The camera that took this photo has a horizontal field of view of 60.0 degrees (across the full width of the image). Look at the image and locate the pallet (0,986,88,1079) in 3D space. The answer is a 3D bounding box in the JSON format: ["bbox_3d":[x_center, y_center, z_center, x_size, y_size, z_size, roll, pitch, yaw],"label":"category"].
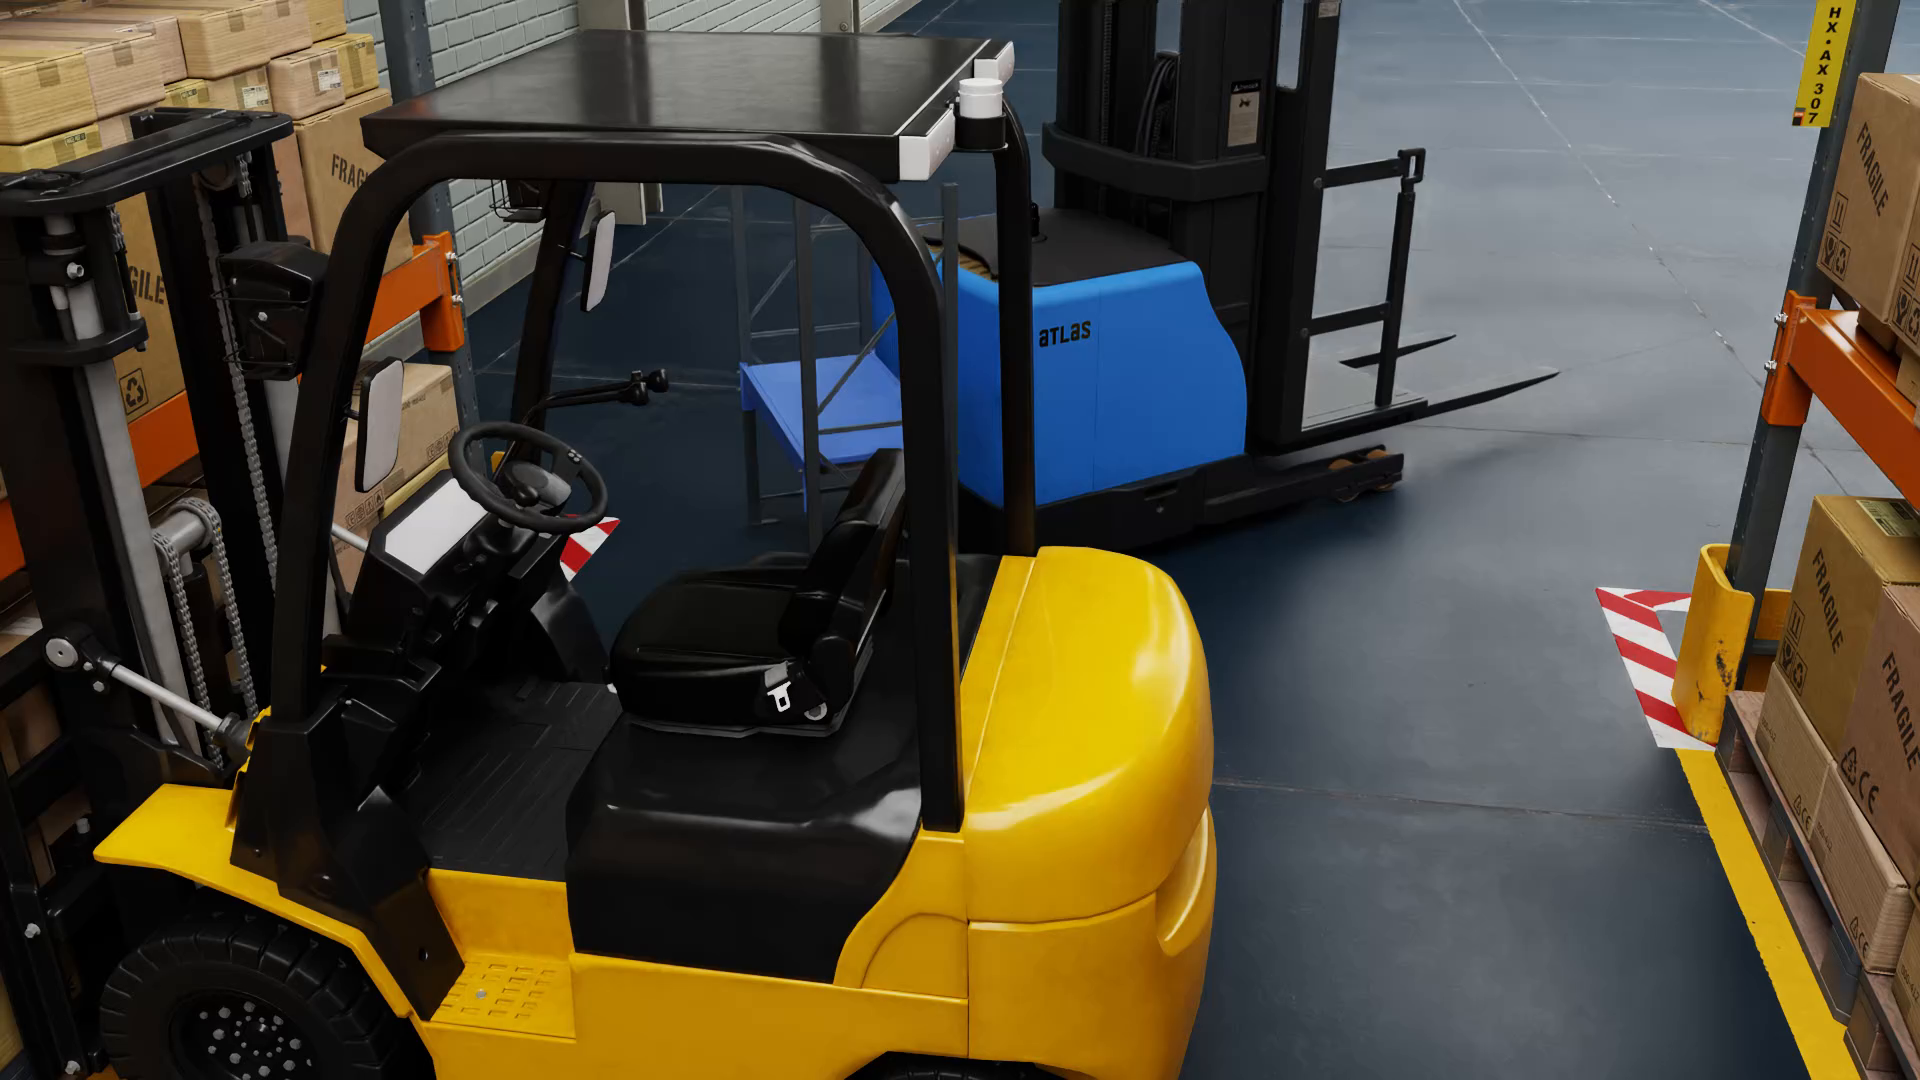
[{"bbox_3d":[-2.382,0.934,4.005,1.003,0.211,1.213,4,25,9],"label":"pallet"}]

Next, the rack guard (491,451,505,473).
[{"bbox_3d":[-2.093,-0.038,5.742,1.175,0.500,0.348,4,25,9],"label":"rack guard"}]

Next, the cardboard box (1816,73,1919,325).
[{"bbox_3d":[2.450,-0.819,3.993,0.500,0.500,0.500,4,25,8],"label":"cardboard box"}]

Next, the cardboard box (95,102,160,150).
[{"bbox_3d":[-2.041,-0.904,3.760,0.380,0.149,0.250,3,25,7],"label":"cardboard box"}]

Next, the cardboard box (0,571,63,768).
[{"bbox_3d":[-2.105,0.293,3.654,0.500,0.250,0.500,4,25,7],"label":"cardboard box"}]

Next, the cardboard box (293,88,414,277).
[{"bbox_3d":[-1.918,-0.982,4.691,0.500,0.500,0.500,3,25,7],"label":"cardboard box"}]

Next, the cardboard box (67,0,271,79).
[{"bbox_3d":[-1.973,-1.253,4.155,0.380,0.149,0.250,5,25,10],"label":"cardboard box"}]

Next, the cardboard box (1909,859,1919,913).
[{"bbox_3d":[2.221,0.654,3.178,0.500,0.500,0.500,5,25,10],"label":"cardboard box"}]

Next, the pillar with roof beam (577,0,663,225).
[{"bbox_3d":[2.128,-5.860,8.154,9.100,9.000,0.400,4,25,9],"label":"pillar with roof beam"}]

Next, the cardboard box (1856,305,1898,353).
[{"bbox_3d":[2.541,-0.576,4.240,0.380,0.149,0.250,4,25,9],"label":"cardboard box"}]

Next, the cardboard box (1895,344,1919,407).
[{"bbox_3d":[2.390,-0.365,3.787,0.380,0.149,0.250,3,25,7],"label":"cardboard box"}]

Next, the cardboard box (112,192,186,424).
[{"bbox_3d":[-2.096,-0.551,3.771,0.500,0.500,0.500,4,25,8],"label":"cardboard box"}]

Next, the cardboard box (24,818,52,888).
[{"bbox_3d":[-2.193,0.740,3.289,0.500,0.250,0.500,4,25,8],"label":"cardboard box"}]

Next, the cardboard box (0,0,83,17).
[{"bbox_3d":[-2.468,-1.290,4.234,0.380,0.149,0.250,4,25,10],"label":"cardboard box"}]

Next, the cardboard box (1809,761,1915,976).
[{"bbox_3d":[2.305,0.768,3.818,0.500,0.250,0.500,5,26,10],"label":"cardboard box"}]

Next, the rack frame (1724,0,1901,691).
[{"bbox_3d":[2.801,-0.818,4.459,1.000,3.000,0.127,4,25,9],"label":"rack frame"}]

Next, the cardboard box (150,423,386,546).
[{"bbox_3d":[-1.942,-0.130,4.558,0.500,0.250,0.500,4,25,9],"label":"cardboard box"}]

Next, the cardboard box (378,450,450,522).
[{"bbox_3d":[-1.868,-0.106,5.097,0.500,0.250,0.500,4,25,8],"label":"cardboard box"}]

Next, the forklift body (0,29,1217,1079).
[{"bbox_3d":[-0.607,0.144,3.406,2.313,2.155,1.214,4,25,9],"label":"forklift body"}]

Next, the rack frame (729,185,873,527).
[{"bbox_3d":[-0.568,-0.769,6.123,0.500,1.500,0.032,-8,26,-17],"label":"rack frame"}]

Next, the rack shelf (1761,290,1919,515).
[{"bbox_3d":[2.474,0.344,2.825,1.077,0.370,4.000,4,25,9],"label":"rack shelf"}]

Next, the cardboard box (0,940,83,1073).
[{"bbox_3d":[-2.209,0.959,3.411,0.500,0.250,0.500,4,25,9],"label":"cardboard box"}]

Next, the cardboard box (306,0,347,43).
[{"bbox_3d":[-1.948,-1.470,4.618,0.380,0.149,0.250,4,25,9],"label":"cardboard box"}]

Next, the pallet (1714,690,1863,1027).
[{"bbox_3d":[2.621,0.814,4.262,1.003,0.211,1.213,4,25,9],"label":"pallet"}]

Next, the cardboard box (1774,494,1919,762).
[{"bbox_3d":[2.393,0.226,4.093,0.500,0.500,0.500,3,25,7],"label":"cardboard box"}]

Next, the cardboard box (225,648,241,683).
[{"bbox_3d":[-2.024,0.320,4.186,0.500,0.250,0.500,3,25,7],"label":"cardboard box"}]

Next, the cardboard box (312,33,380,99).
[{"bbox_3d":[-1.877,-1.335,4.681,0.380,0.149,0.250,4,25,9],"label":"cardboard box"}]

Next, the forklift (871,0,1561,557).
[{"bbox_3d":[1.178,-1.653,6.323,3.031,2.935,1.130,-15,29,-28],"label":"forklift"}]

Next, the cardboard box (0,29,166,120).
[{"bbox_3d":[-2.020,-1.037,3.694,0.380,0.149,0.250,5,25,10],"label":"cardboard box"}]

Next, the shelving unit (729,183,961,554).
[{"bbox_3d":[-0.408,-0.564,5.686,0.538,1.500,1.048,-8,26,-17],"label":"shelving unit"}]

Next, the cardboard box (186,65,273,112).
[{"bbox_3d":[-1.992,-1.122,4.225,0.380,0.149,0.250,4,25,10],"label":"cardboard box"}]
